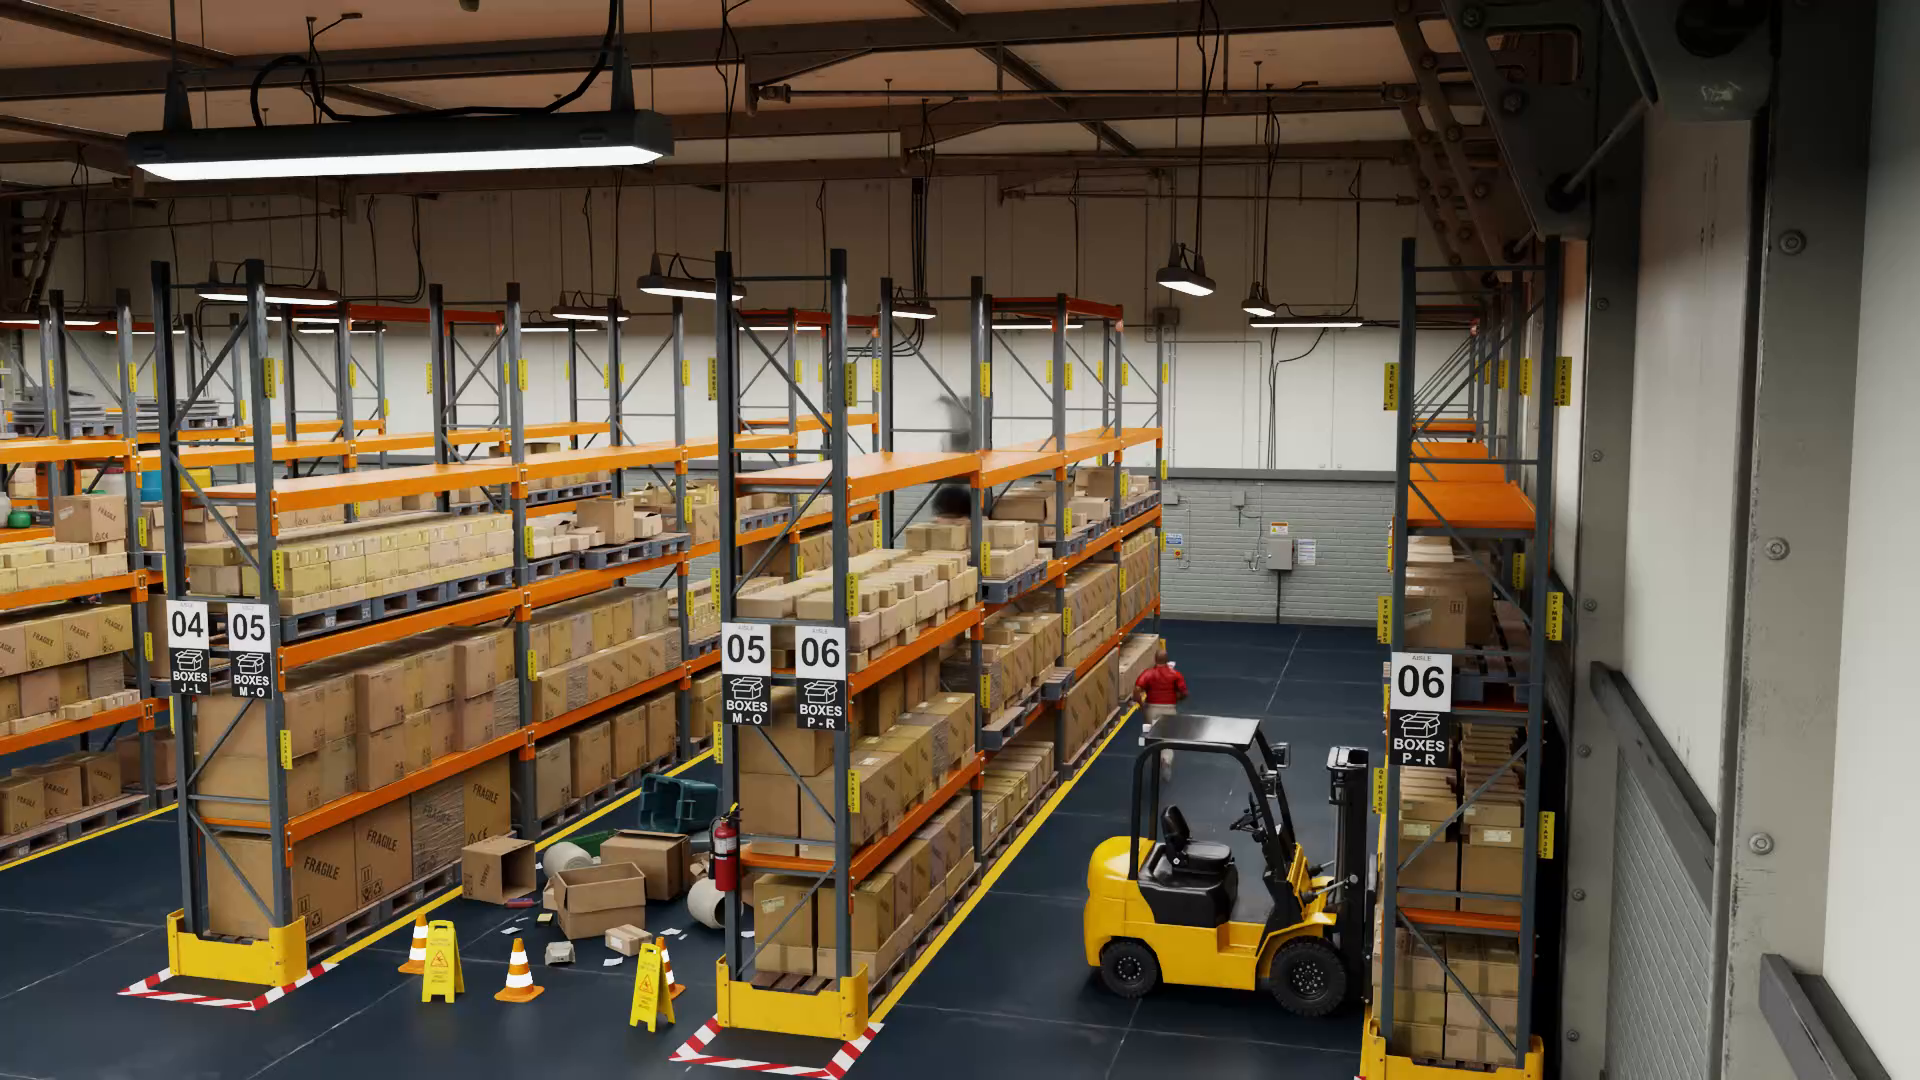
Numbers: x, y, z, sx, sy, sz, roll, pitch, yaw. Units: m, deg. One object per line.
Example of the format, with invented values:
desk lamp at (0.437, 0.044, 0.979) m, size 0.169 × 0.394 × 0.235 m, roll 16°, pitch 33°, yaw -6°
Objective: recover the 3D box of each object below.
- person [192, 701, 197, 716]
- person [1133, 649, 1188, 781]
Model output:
person at (-11.303, 1.705, 24.695) m, size 0.664 × 1.744 × 0.632 m, roll 1°, pitch 6°, yaw 7°
person at (2.454, 2.199, 20.357) m, size 0.672 × 1.738 × 0.813 m, roll 1°, pitch 6°, yaw 7°
